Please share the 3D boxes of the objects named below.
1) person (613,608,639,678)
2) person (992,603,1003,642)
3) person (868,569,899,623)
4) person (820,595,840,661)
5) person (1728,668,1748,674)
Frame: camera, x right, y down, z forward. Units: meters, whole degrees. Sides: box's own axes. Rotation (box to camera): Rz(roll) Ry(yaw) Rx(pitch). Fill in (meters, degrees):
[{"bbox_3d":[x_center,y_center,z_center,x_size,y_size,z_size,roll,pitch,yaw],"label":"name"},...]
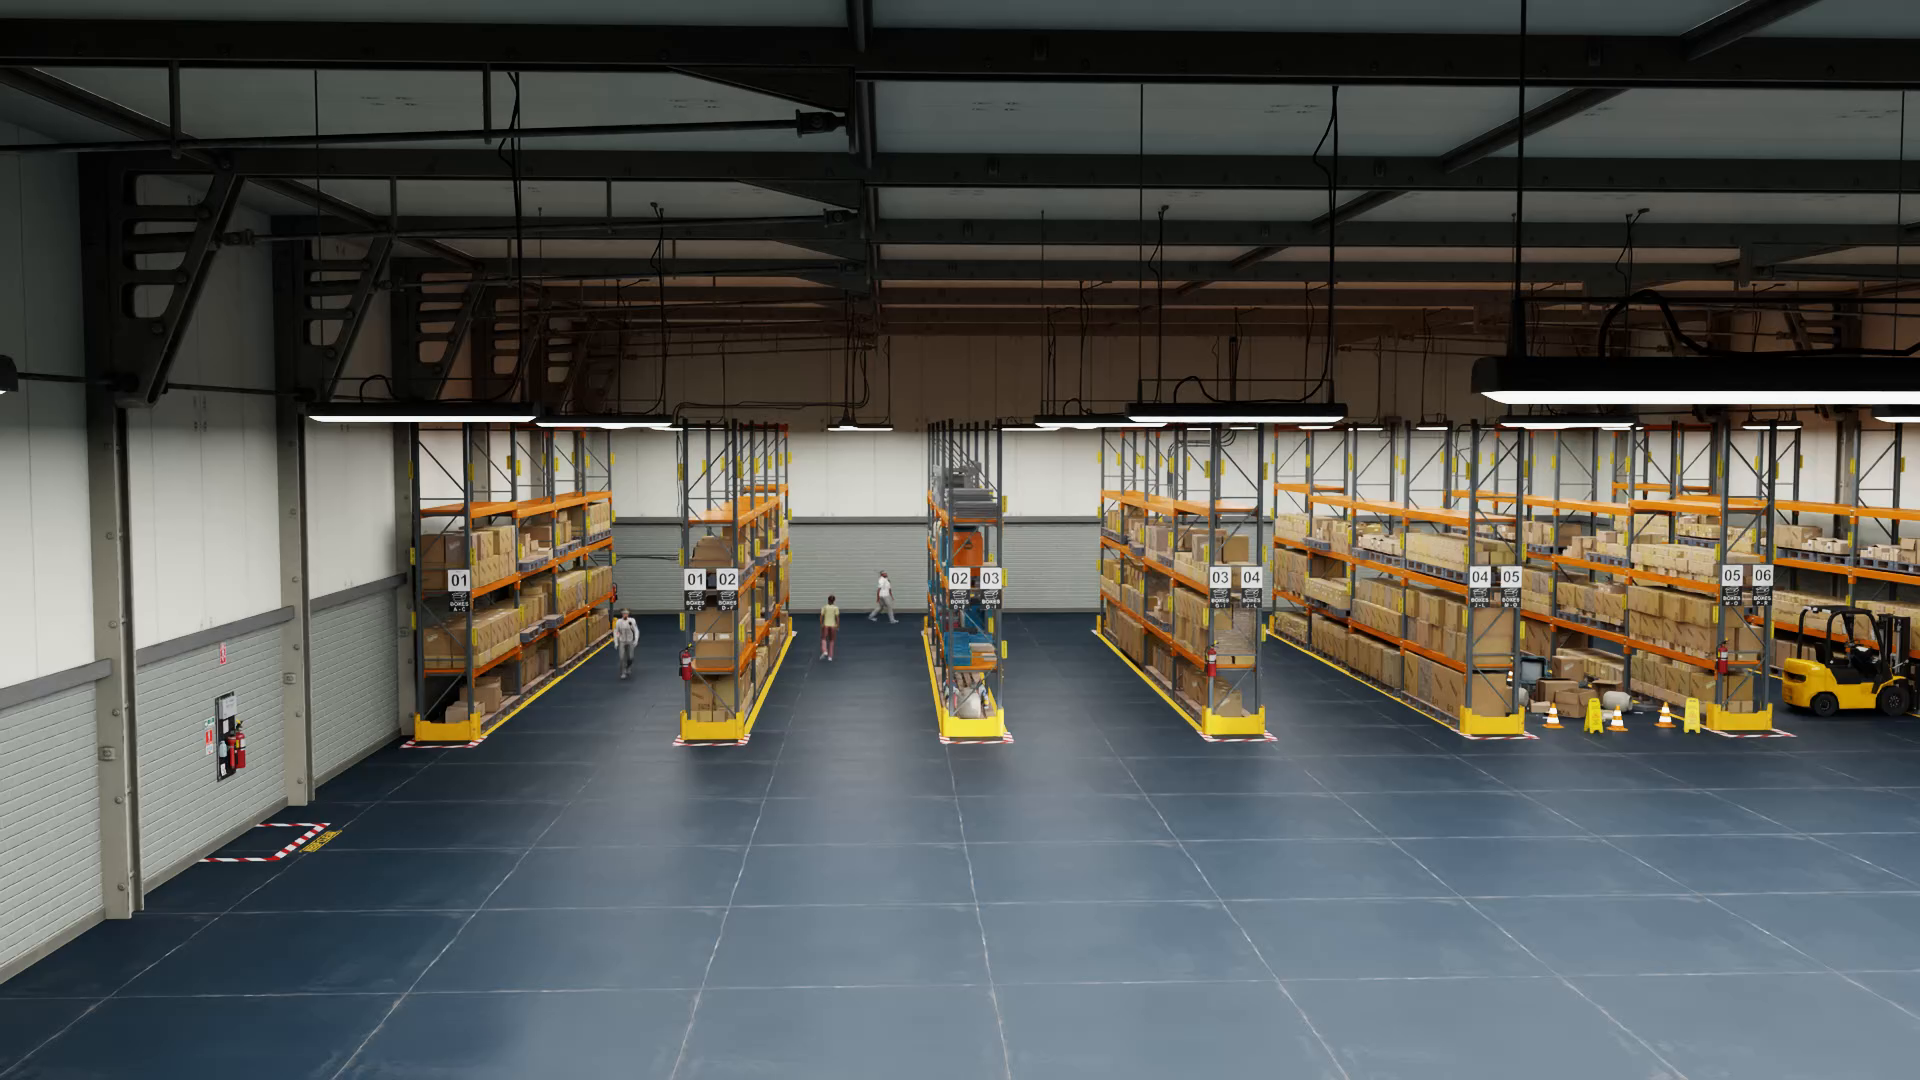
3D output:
[{"bbox_3d":[-7.861,2.402,39.145,0.583,1.659,0.549,0,4,-8],"label":"person"},{"bbox_3d":[0.881,1.982,44.993,0.564,1.656,1.062,-1,4,-12],"label":"person"},{"bbox_3d":[-2.298,1.689,50.120,1.004,1.634,0.435,1,4,12],"label":"person"},{"bbox_3d":[-3.282,2.224,41.889,0.508,1.646,0.621,0,4,-1],"label":"person"},{"bbox_3d":[16.916,2.590,36.109,0.531,1.656,0.522,0,4,0],"label":"person"}]
